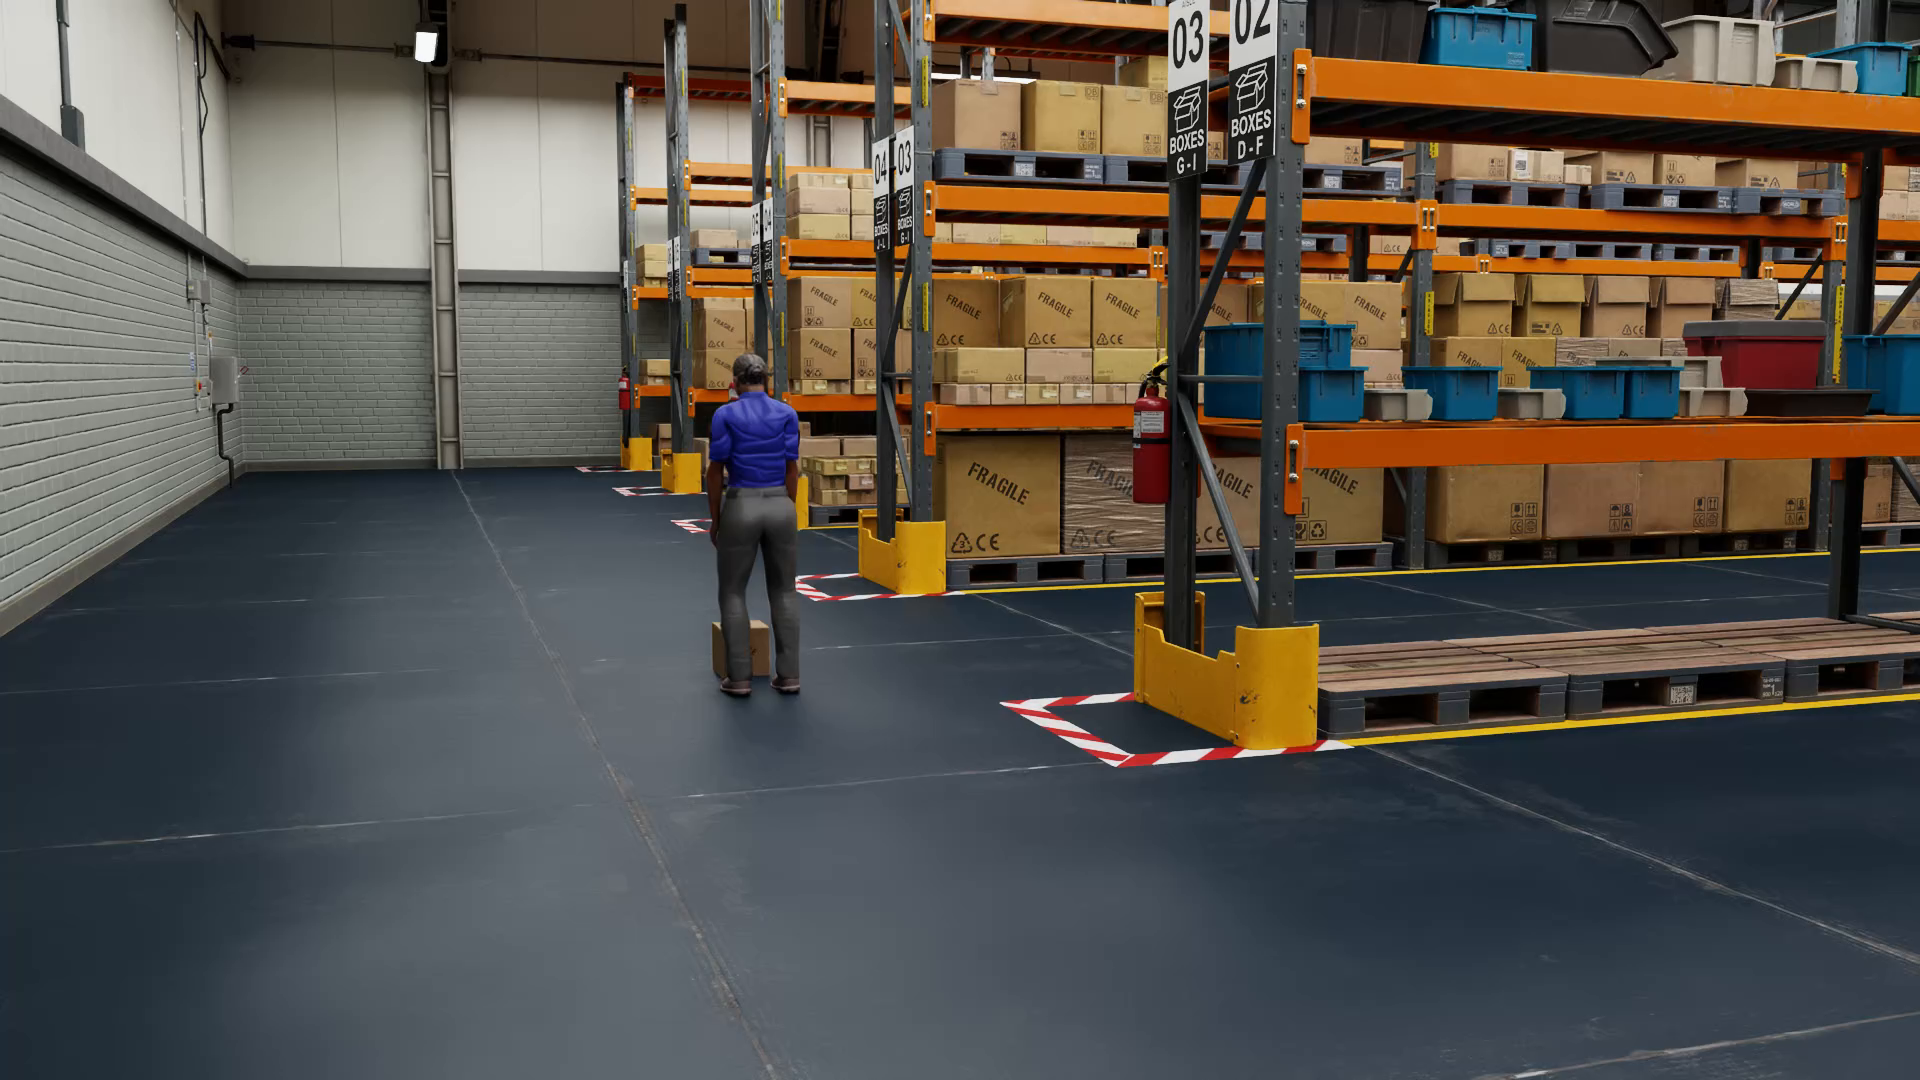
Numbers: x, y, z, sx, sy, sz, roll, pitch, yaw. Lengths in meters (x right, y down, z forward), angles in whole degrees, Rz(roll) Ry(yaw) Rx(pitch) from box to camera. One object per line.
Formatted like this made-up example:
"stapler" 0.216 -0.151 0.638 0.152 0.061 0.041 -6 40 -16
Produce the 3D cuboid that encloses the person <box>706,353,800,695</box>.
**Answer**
"person" -0.990 -0.074 7.975 0.446 1.636 0.325 -2 6 -17
